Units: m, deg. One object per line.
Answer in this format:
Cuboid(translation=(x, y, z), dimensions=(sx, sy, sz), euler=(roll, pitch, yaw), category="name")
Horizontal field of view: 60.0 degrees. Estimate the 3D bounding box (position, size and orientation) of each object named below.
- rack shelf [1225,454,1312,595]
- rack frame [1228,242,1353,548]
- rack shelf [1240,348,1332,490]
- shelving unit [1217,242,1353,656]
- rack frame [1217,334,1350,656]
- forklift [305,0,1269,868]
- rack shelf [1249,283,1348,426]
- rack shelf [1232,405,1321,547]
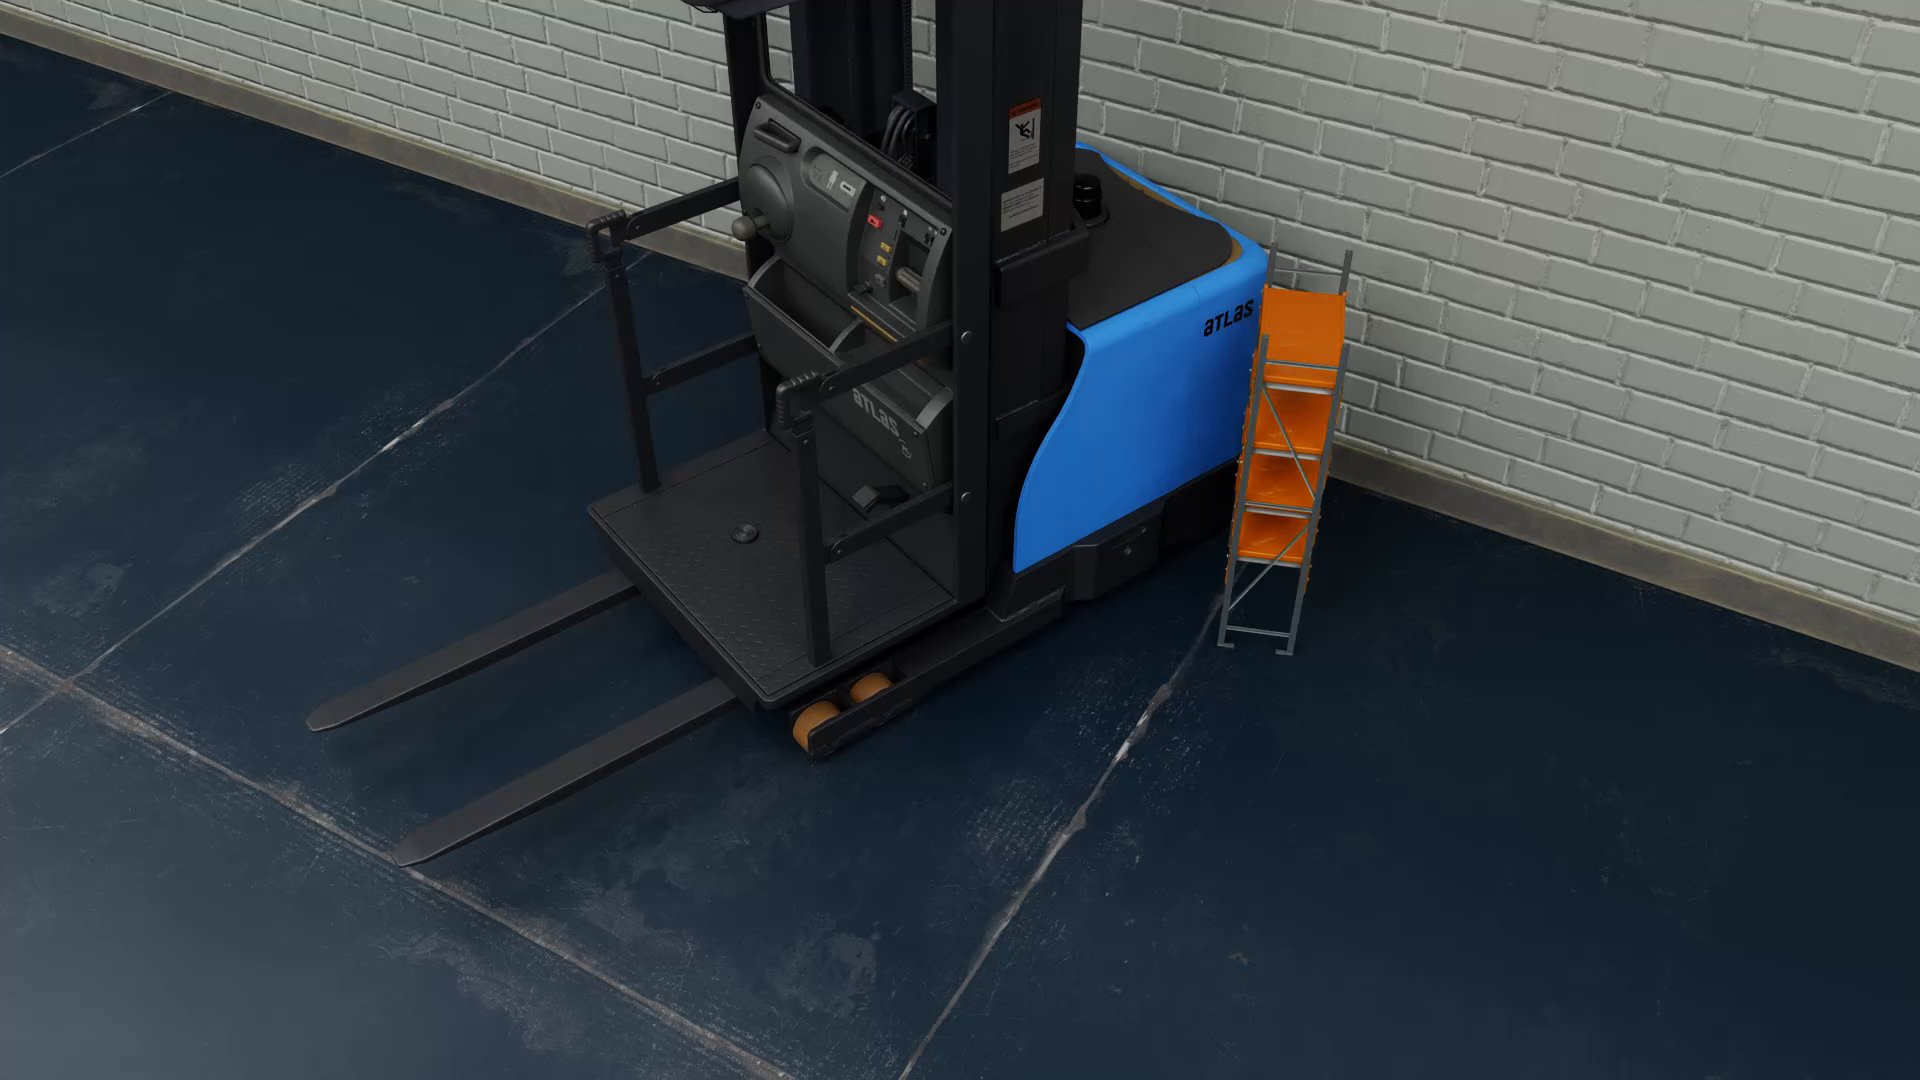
Cuboid(translation=(0.994, -0.056, 5.308), dimensions=(0.258, 0.148, 0.480), euler=(7, 42, 8), category="rack shelf")
Cuboid(translation=(1.040, -0.414, 5.312), dimensions=(0.240, 1.200, 0.015), euler=(7, 42, 8), category="rack frame")
Cuboid(translation=(0.994, -0.373, 5.029), dimensions=(0.258, 0.148, 0.480), euler=(7, 42, 8), category="rack shelf")
Cuboid(translation=(0.994, -0.256, 5.133), dimensions=(0.258, 1.200, 0.503), euler=(7, 42, 8), category="shelving unit")
Cuboid(translation=(0.948, -0.097, 4.953), dimensions=(0.240, 1.200, 0.015), euler=(7, 42, 8), category="rack frame")
Cuboid(translation=(-0.497, -0.847, 4.494), dimensions=(3.031, 2.935, 1.130), euler=(-27, 48, -27), category="forklift")
Cuboid(translation=(0.994, -0.551, 4.873), dimensions=(0.258, 0.148, 0.480), euler=(7, 42, 8), category="rack shelf")
Cuboid(translation=(0.994, -0.205, 5.177), dimensions=(0.258, 0.148, 0.480), euler=(7, 42, 8), category="rack shelf")
